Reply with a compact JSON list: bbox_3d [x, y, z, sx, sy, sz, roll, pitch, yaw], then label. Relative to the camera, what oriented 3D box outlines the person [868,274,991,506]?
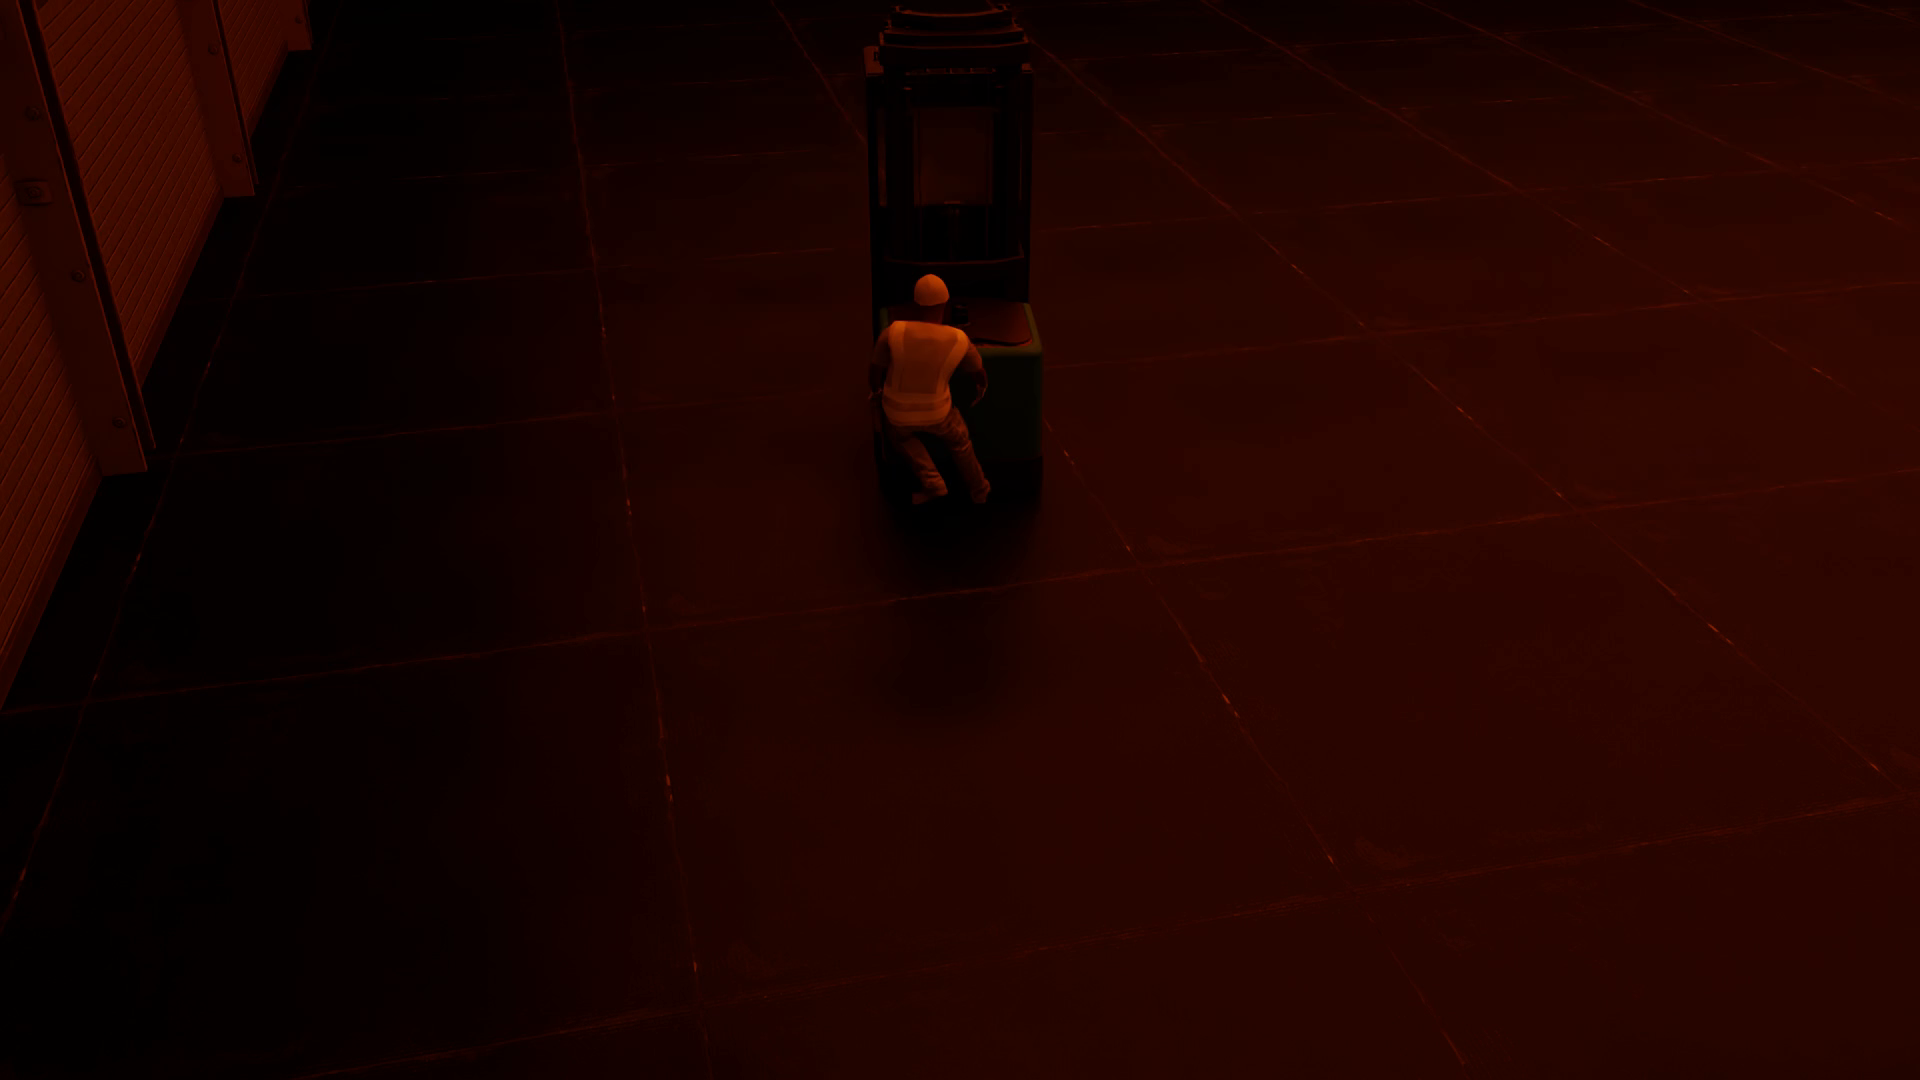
[{"bbox_3d":[-0.183,-0.920,10.425,0.789,1.692,0.725,-1,30,-1],"label":"person"}]

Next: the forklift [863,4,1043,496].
[{"bbox_3d":[-0.087,-2.266,11.488,1.130,2.935,3.031,-2,30,-4],"label":"forklift"}]
